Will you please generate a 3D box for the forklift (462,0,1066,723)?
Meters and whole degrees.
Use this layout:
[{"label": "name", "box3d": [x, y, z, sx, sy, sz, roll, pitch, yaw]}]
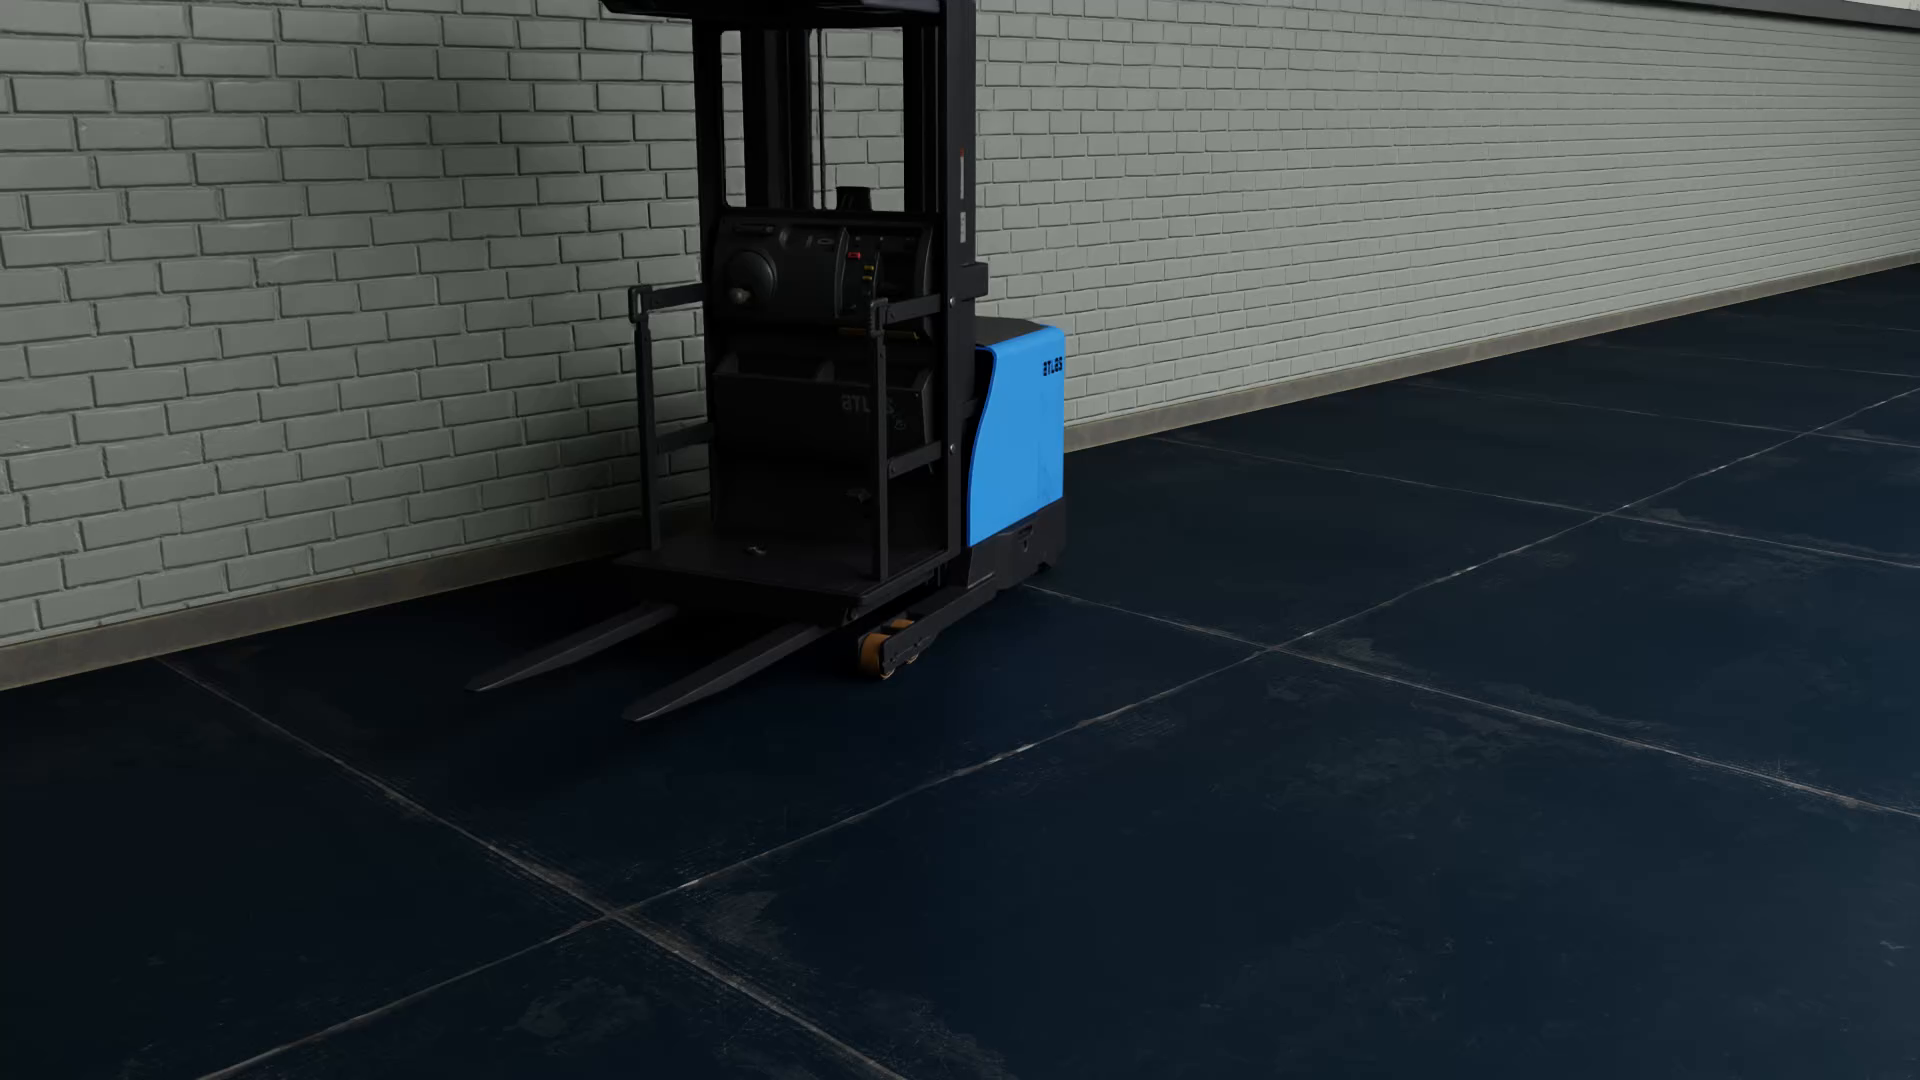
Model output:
[{"label": "forklift", "box3d": [-0.617, -1.042, 6.117, 1.130, 2.935, 3.031, 7, 16, 25]}]
